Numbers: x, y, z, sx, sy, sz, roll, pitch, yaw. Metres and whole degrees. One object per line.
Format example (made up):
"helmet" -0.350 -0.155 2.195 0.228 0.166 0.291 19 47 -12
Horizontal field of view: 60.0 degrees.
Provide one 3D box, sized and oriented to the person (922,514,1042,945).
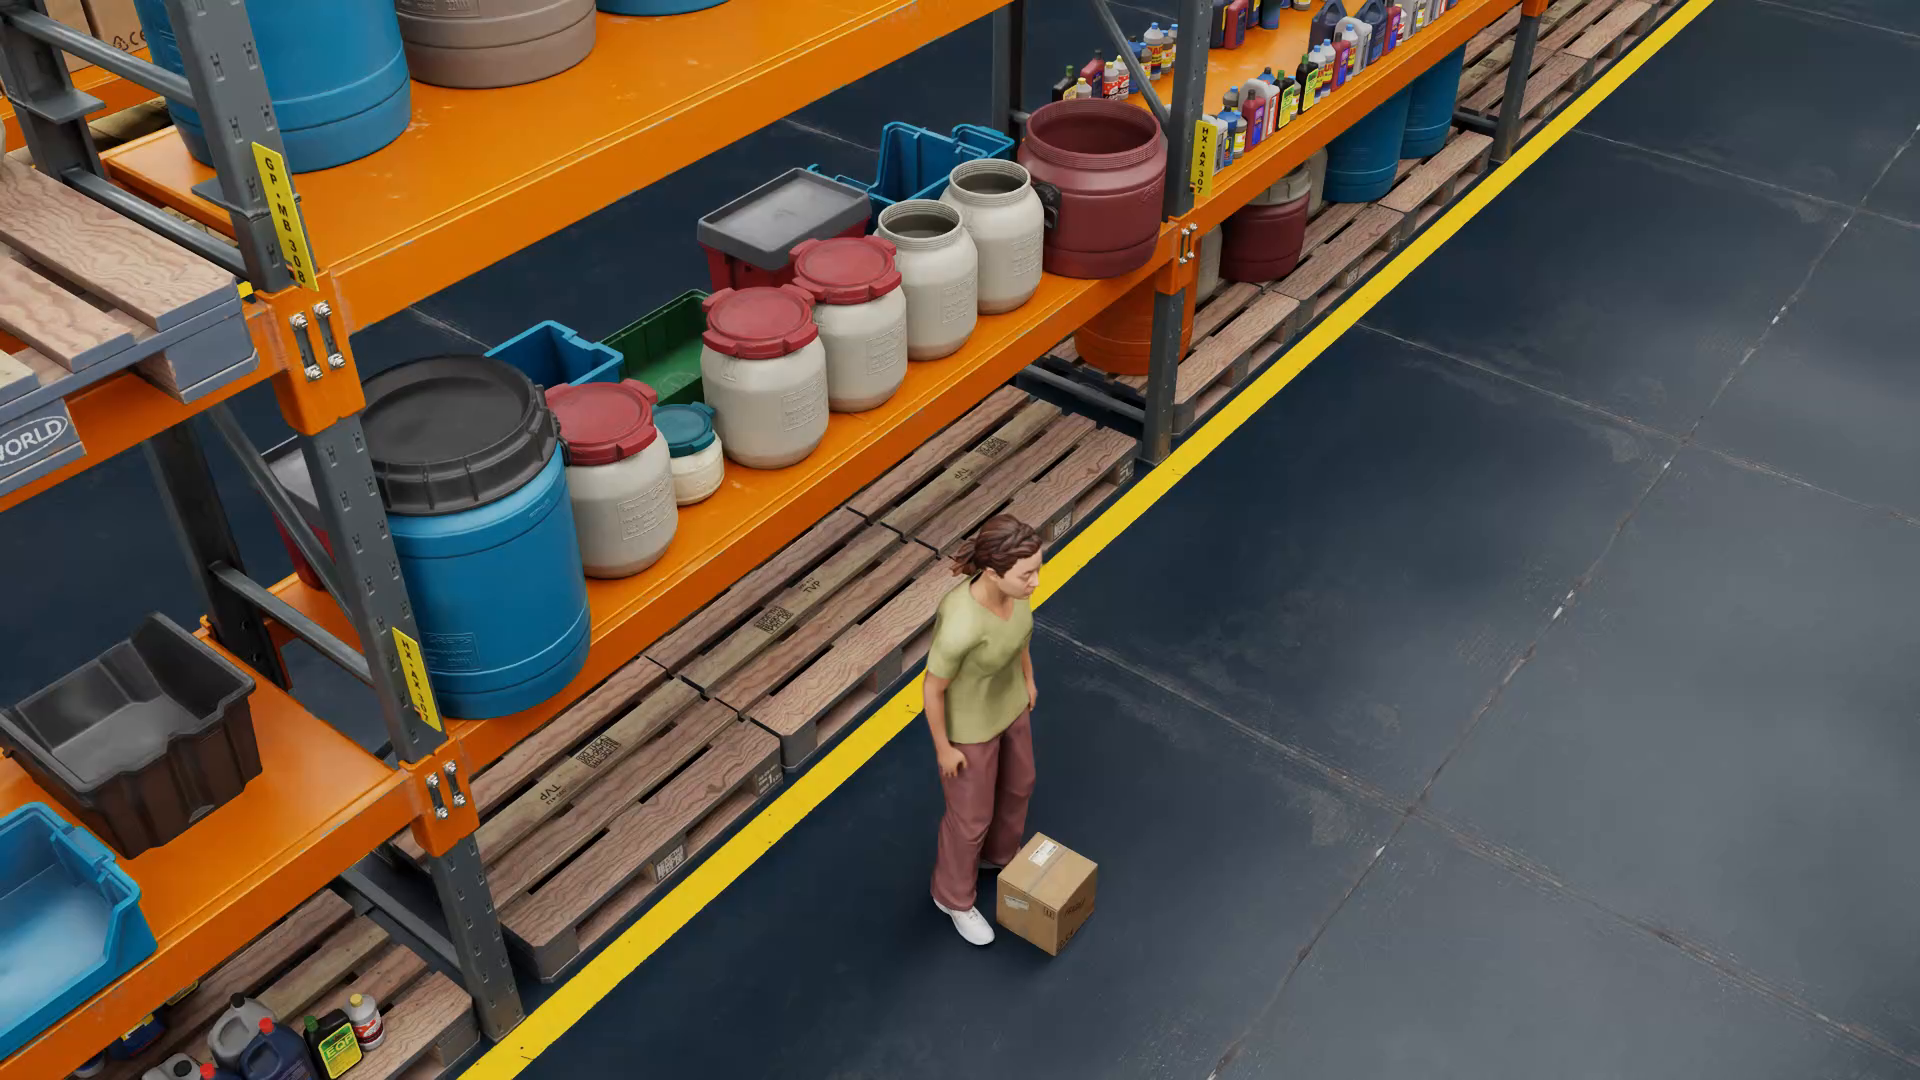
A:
"person" 0.096 0.586 5.433 0.360 1.672 0.498 26 46 28
